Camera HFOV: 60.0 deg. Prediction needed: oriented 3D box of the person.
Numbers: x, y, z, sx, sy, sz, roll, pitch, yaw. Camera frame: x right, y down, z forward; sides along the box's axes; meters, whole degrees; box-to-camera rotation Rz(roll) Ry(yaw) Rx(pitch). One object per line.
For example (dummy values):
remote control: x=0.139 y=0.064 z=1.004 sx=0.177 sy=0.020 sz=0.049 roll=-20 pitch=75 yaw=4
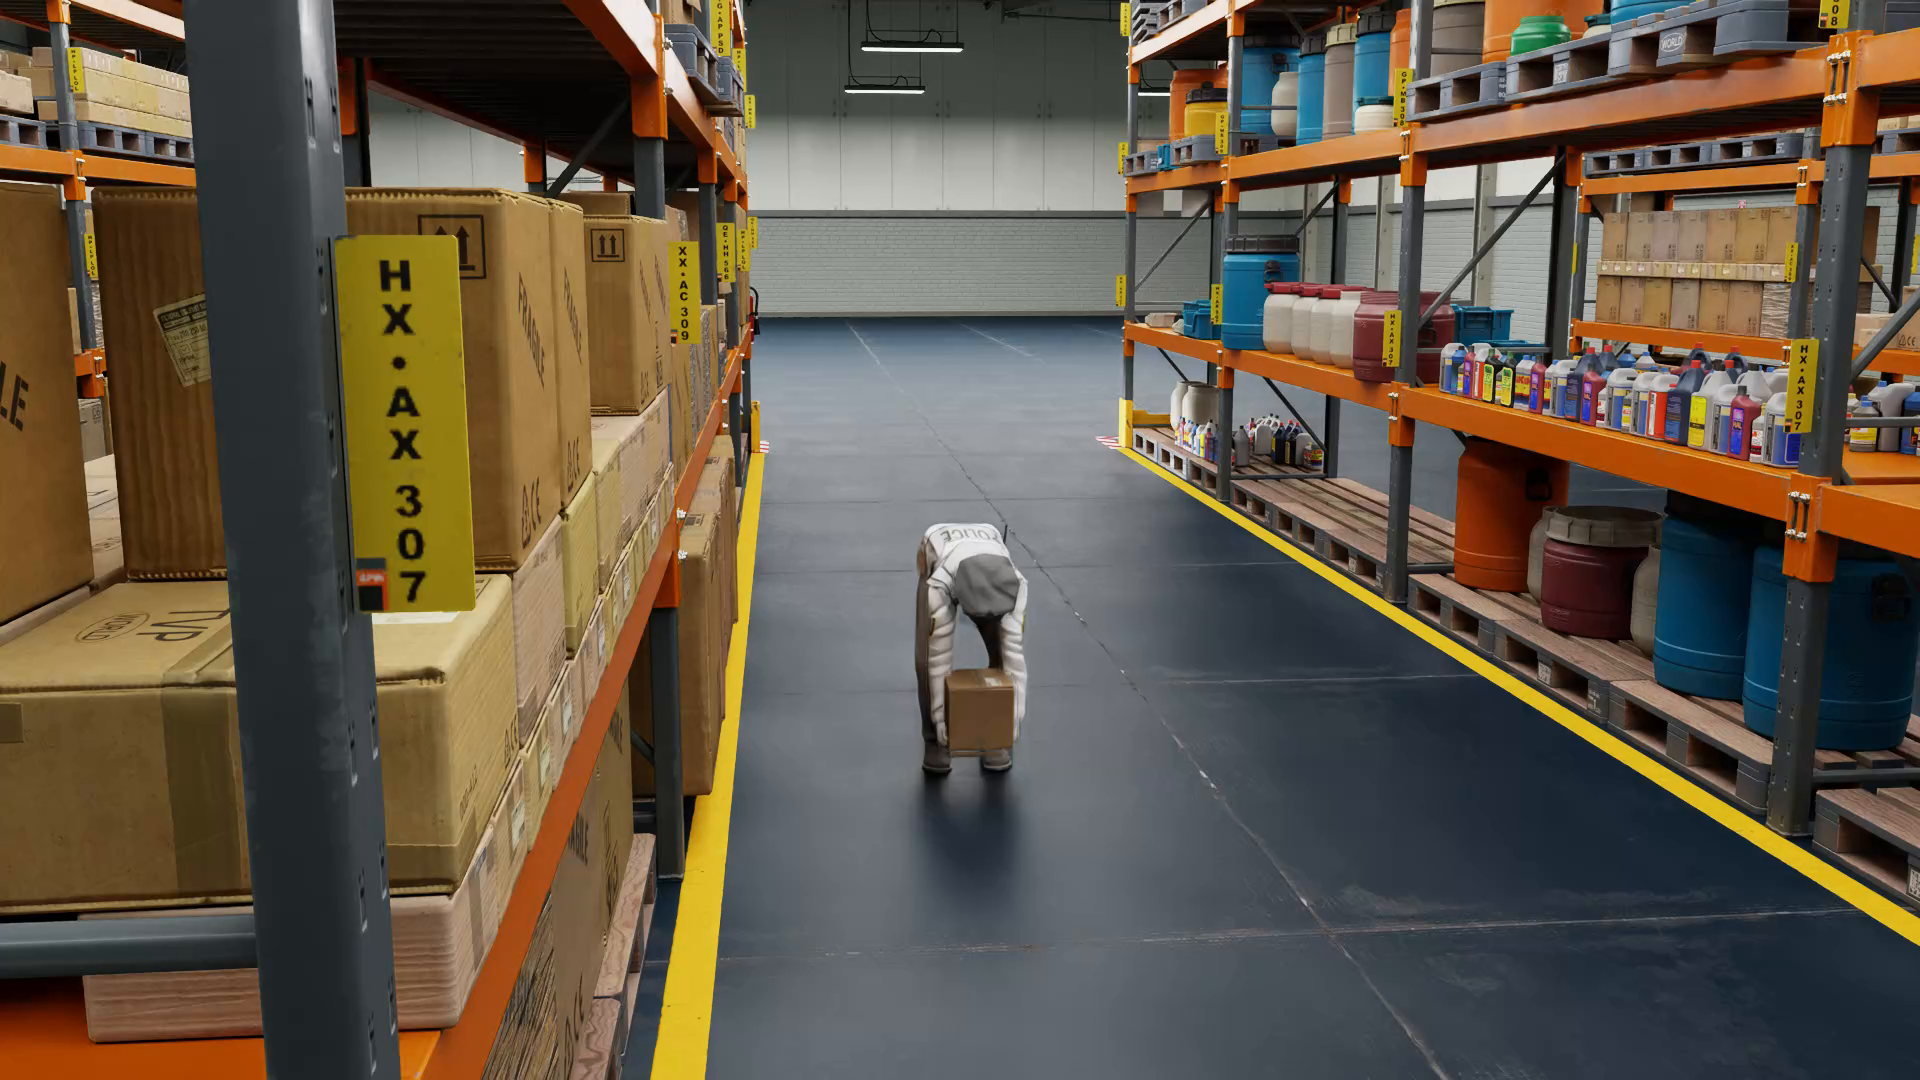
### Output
person: x=0.047 y=0.470 z=6.624 sx=0.428 sy=1.014 sz=0.921 roll=-1 pitch=10 yaw=-7
